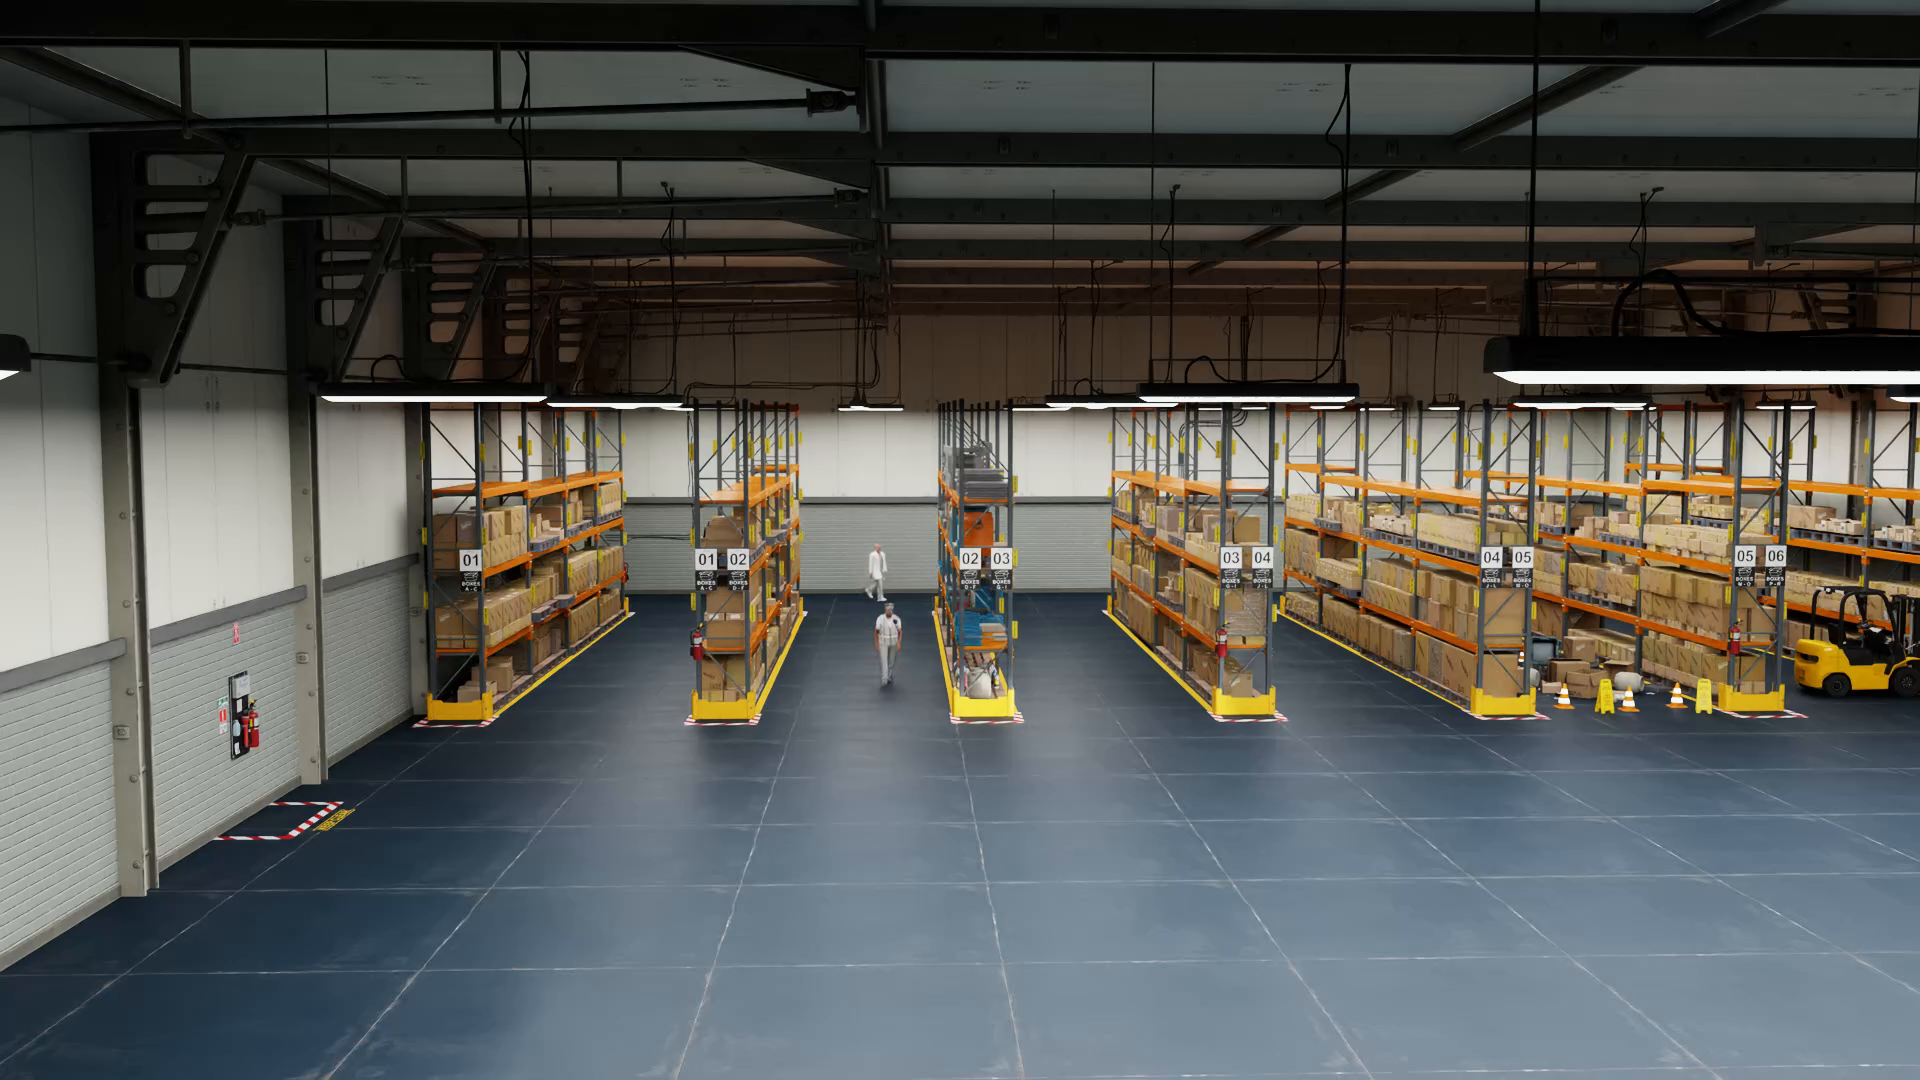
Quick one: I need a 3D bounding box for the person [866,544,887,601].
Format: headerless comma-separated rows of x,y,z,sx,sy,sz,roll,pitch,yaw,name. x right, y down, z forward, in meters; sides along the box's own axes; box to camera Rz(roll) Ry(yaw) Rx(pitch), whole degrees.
-2.546,1.023,50.821,0.931,1.656,0.570,3,5,37,person

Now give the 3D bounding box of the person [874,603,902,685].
-1.497,2.178,35.109,0.576,1.709,0.974,-2,5,-20,person
